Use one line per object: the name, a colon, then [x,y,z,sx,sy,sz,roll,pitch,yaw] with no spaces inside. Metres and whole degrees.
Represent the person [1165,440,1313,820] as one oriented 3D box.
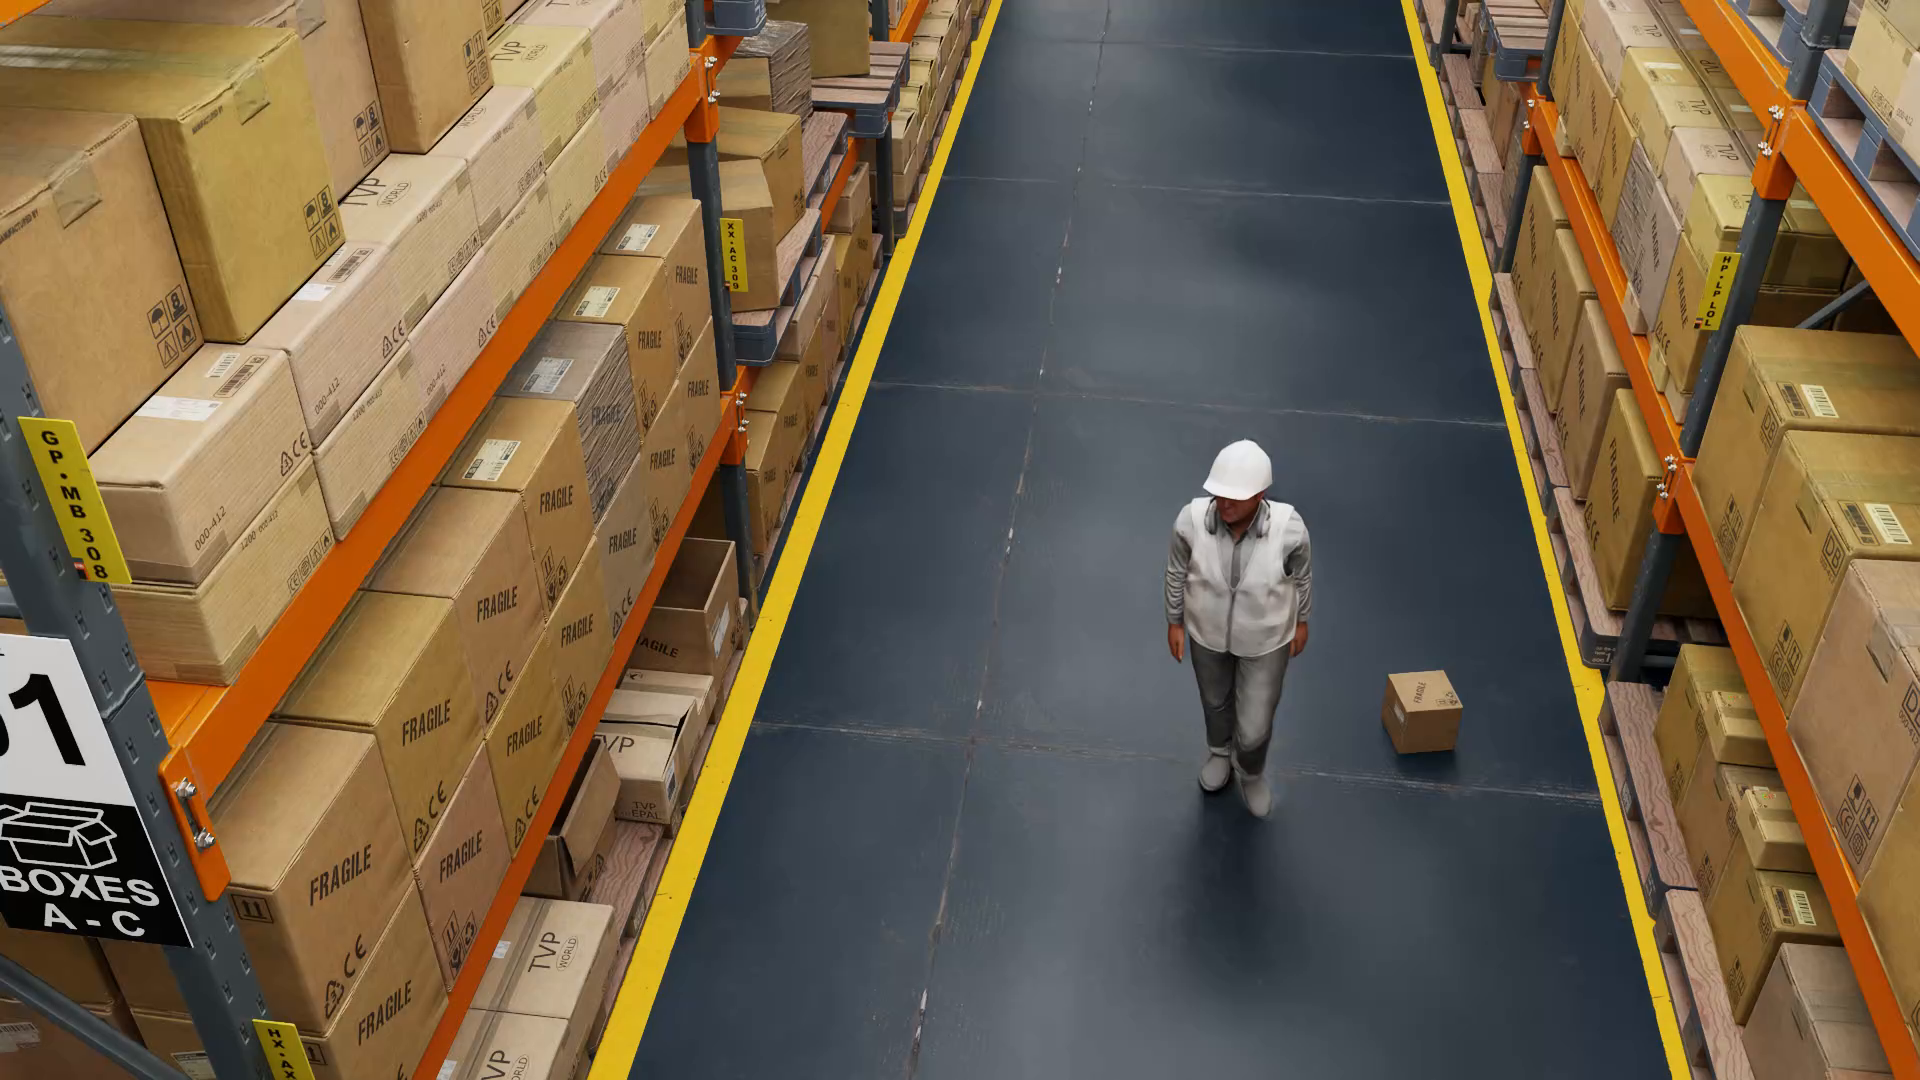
person: [1.073,0.333,6.528,0.564,1.756,0.535,13,38,17]
